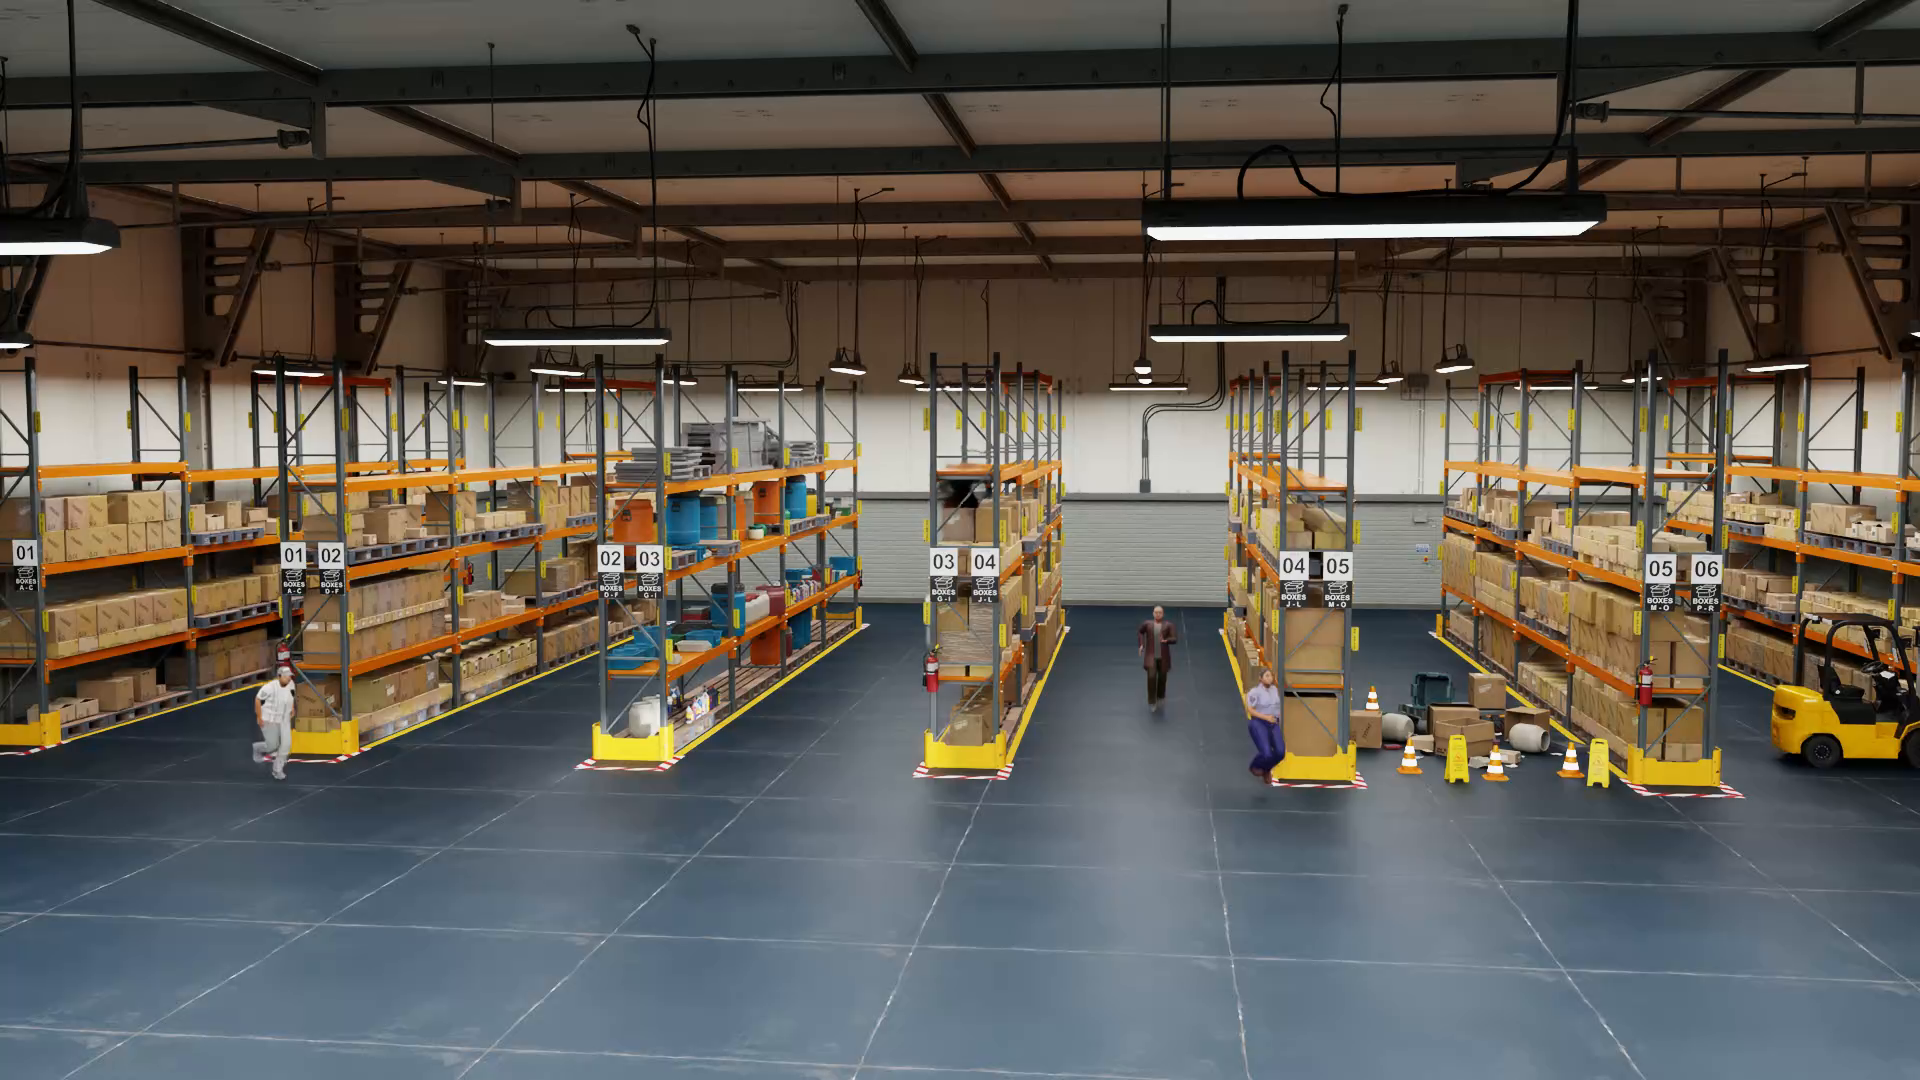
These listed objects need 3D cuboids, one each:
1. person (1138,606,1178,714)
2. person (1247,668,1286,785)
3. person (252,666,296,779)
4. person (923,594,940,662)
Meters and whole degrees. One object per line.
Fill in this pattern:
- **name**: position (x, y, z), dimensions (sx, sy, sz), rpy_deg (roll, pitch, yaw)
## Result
- **person**: position (3.435, 2.048, 28.895), dimensions (0.684, 1.806, 0.927), rpy_deg (0, 4, 5)
- **person**: position (4.116, 2.505, 22.231), dimensions (0.628, 1.595, 0.604), rpy_deg (-2, 4, -26)
- **person**: position (-9.692, 2.566, 23.534), dimensions (0.850, 1.606, 0.600), rpy_deg (2, 5, 29)
- **person**: position (-0.480, 1.744, 33.736), dimensions (0.638, 1.842, 0.723), rpy_deg (1, 4, 8)
